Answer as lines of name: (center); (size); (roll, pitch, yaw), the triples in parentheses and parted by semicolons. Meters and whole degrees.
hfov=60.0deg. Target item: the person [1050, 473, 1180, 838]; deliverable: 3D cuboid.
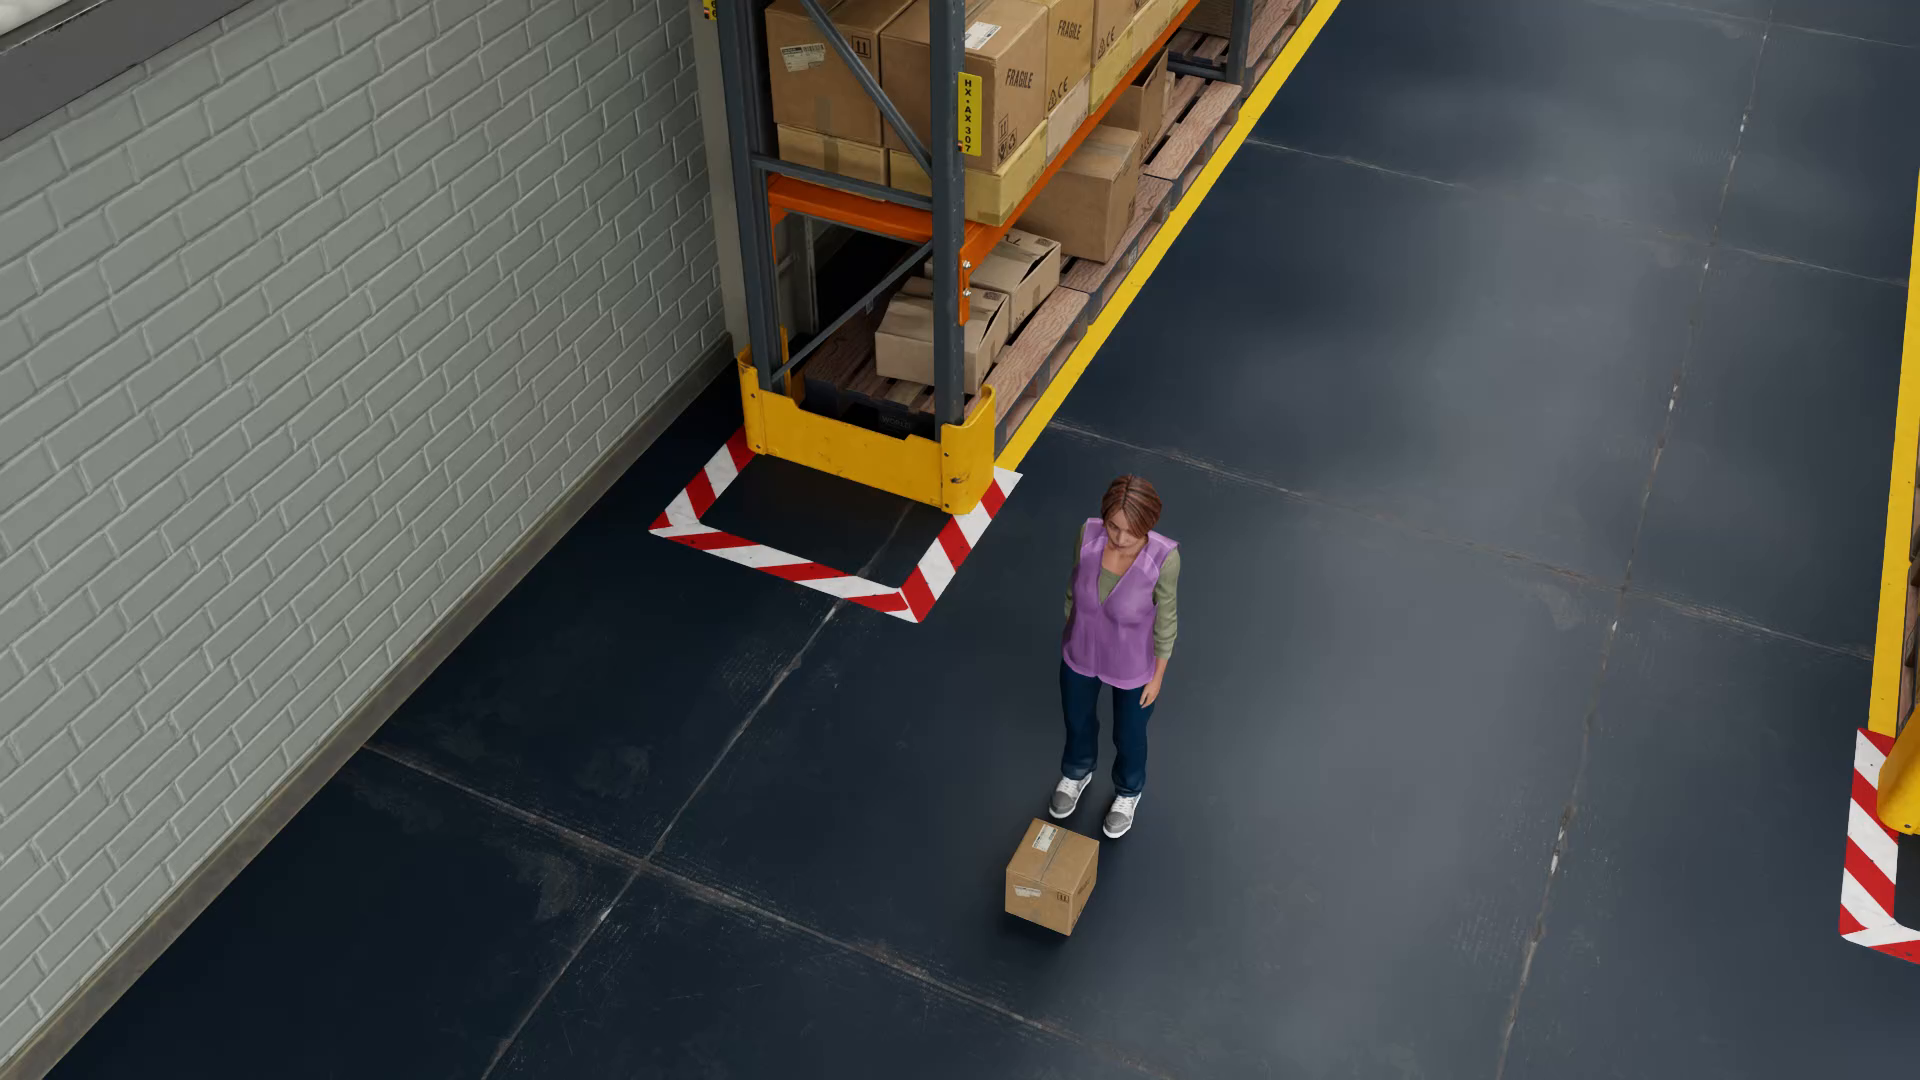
person: (0.536, 0.414, 5.723); (0.406, 1.599, 0.306); (19, 46, 19)
